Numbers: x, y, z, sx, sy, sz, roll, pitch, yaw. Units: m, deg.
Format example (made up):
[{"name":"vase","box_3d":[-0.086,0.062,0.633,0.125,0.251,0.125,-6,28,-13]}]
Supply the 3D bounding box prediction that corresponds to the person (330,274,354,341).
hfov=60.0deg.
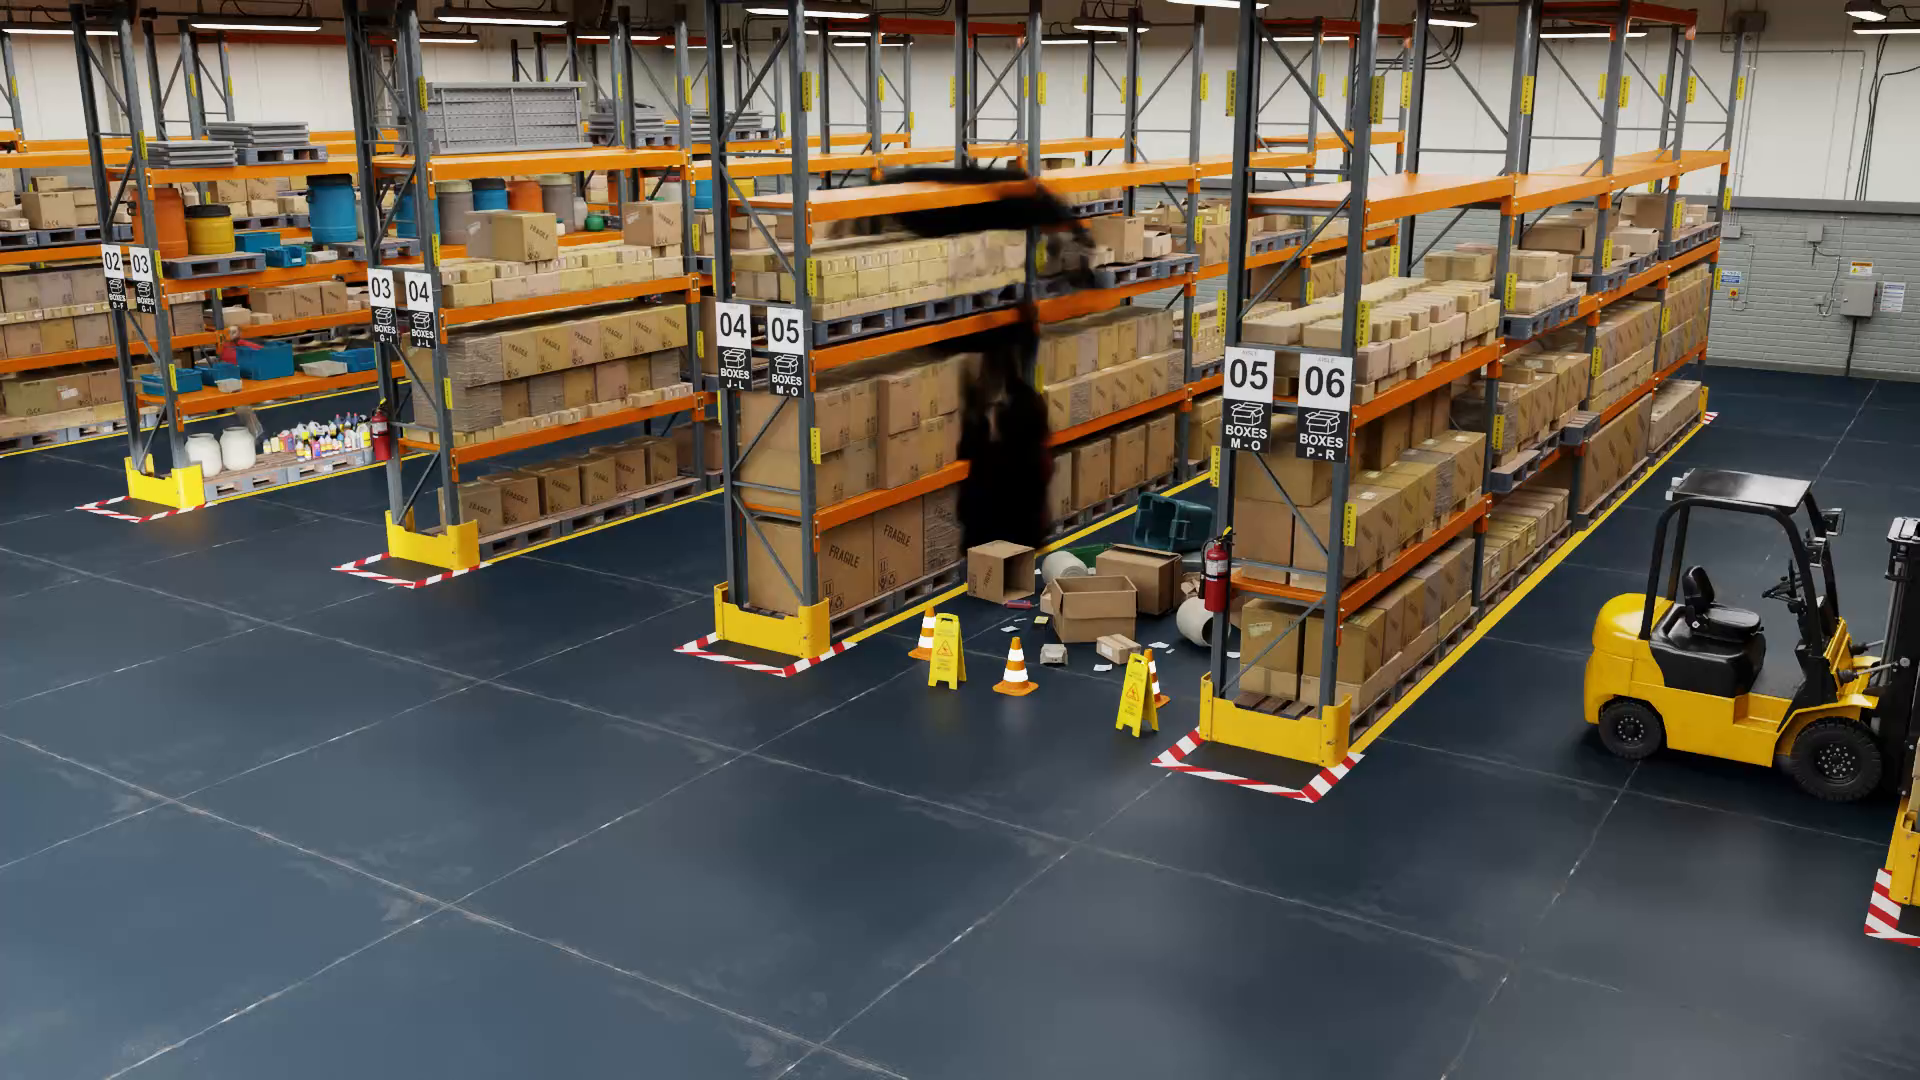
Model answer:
[{"name":"person","box_3d":[-11.516,-4.137,31.000,0.611,1.674,0.725,11,19,35]}]

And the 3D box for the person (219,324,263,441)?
[{"name":"person","box_3d":[-10.389,-2.191,24.060,0.633,1.706,0.753,5,16,19]}]
